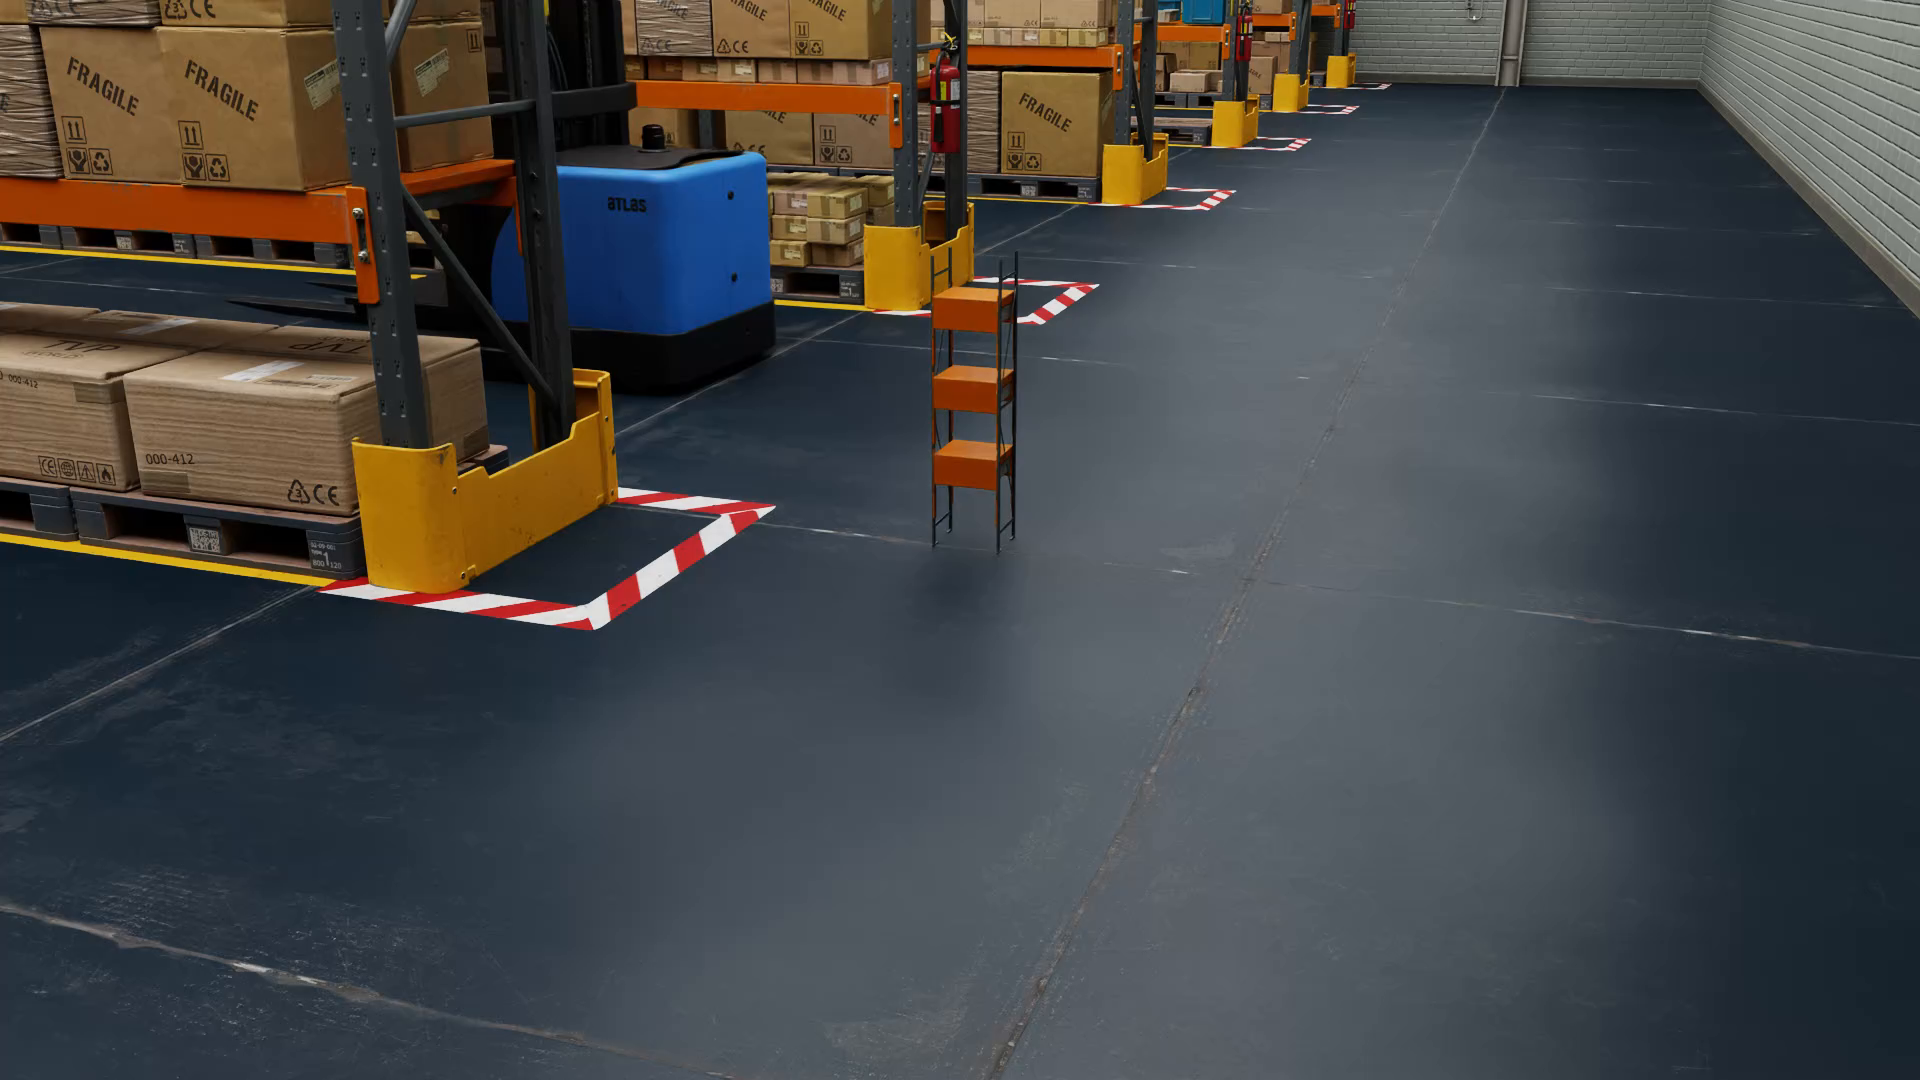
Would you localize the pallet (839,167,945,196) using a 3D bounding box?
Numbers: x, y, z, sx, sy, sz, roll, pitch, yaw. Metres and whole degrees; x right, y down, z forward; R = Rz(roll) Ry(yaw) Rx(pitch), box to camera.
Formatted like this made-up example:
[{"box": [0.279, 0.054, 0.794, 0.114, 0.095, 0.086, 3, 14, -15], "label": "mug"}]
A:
[{"box": [-0.380, -3.390, 15.481, 1.213, 0.211, 1.003, 7, 20, 18], "label": "pallet"}]

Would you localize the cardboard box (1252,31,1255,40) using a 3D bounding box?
[{"box": [4.960, -8.659, 28.534, 0.250, 0.149, 0.380, 7, 20, 19], "label": "cardboard box"}]

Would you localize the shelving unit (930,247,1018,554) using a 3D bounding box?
[{"box": [0.051, -0.490, 5.887, 0.252, 1.050, 0.215, 7, 20, 18], "label": "shelving unit"}]

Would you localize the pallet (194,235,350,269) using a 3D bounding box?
[{"box": [-4.688, -2.180, 12.009, 1.213, 0.211, 1.003, 7, 20, 18], "label": "pallet"}]

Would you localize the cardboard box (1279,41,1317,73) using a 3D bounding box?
[{"box": [5.732, -8.195, 28.189, 0.500, 0.500, 0.700, 7, 20, 18], "label": "cardboard box"}]

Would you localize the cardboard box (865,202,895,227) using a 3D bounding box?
[{"box": [-0.584, -2.110, 10.814, 0.250, 0.149, 0.380, 7, 21, 20], "label": "cardboard box"}]

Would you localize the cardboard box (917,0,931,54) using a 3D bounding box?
[{"box": [-0.507, -3.303, 10.391, 0.500, 0.500, 0.500, 8, 21, 21], "label": "cardboard box"}]

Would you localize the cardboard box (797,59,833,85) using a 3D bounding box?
[{"box": [-0.797, -2.848, 10.072, 0.250, 0.149, 0.380, 6, 20, 18], "label": "cardboard box"}]

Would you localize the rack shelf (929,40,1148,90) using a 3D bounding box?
[{"box": [-0.339, -4.389, 15.202, 4.000, 0.370, 1.077, 7, 20, 18], "label": "rack shelf"}]

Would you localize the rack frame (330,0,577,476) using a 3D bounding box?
[{"box": [-1.702, -1.431, 5.624, 0.127, 3.000, 1.000, 7, 20, 18], "label": "rack frame"}]

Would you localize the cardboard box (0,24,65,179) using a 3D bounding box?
[{"box": [-3.203, -1.559, 5.841, 0.500, 0.500, 0.500, 7, 20, 20], "label": "cardboard box"}]

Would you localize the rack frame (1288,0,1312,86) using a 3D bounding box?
[{"box": [4.804, -7.592, 23.299, 0.127, 3.000, 1.000, 7, 20, 18], "label": "rack frame"}]

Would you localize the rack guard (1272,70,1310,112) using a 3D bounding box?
[{"box": [4.732, -6.420, 23.734, 0.348, 0.500, 1.175, 7, 20, 18], "label": "rack guard"}]

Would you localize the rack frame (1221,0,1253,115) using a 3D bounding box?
[{"box": [3.175, -6.052, 18.882, 0.127, 3.000, 1.000, 7, 20, 18], "label": "rack frame"}]

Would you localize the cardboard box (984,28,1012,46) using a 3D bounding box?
[{"box": [0.386, -4.412, 14.558, 0.250, 0.149, 0.380, 7, 20, 19], "label": "cardboard box"}]

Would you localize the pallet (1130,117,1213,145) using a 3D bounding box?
[{"box": [2.409, -4.837, 19.631, 1.213, 0.211, 1.003, 7, 20, 18], "label": "pallet"}]

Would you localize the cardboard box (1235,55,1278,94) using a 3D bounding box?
[{"box": [4.210, -6.602, 23.587, 0.500, 0.500, 0.500, 7, 20, 18], "label": "cardboard box"}]

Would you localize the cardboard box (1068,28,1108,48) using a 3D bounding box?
[{"box": [1.105, -4.330, 14.322, 0.250, 0.149, 0.380, 7, 20, 19], "label": "cardboard box"}]

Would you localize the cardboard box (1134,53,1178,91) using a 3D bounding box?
[{"box": [2.802, -6.852, 24.299, 0.637, 0.503, 0.797, 7, 20, 18], "label": "cardboard box"}]

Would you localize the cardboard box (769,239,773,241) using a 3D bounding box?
[{"box": [-1.236, -1.877, 10.596, 0.250, 0.149, 0.380, 6, 20, 18], "label": "cardboard box"}]

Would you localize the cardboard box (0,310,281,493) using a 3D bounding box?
[{"box": [-3.226, -0.556, 6.368, 0.875, 0.438, 0.875, 7, 20, 20], "label": "cardboard box"}]

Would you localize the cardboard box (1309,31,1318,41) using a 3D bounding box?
[{"box": [5.916, -8.550, 28.222, 0.250, 0.149, 0.380, 7, 20, 18], "label": "cardboard box"}]

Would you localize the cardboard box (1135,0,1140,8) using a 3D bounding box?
[{"box": [2.374, -7.822, 23.808, 0.500, 0.500, 0.500, 6, 20, 18], "label": "cardboard box"}]

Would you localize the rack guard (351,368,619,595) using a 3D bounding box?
[{"box": [-1.680, -0.248, 6.028, 0.348, 0.500, 1.175, 7, 20, 18], "label": "rack guard"}]

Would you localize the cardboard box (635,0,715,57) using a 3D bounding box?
[{"box": [-1.649, -3.246, 10.228, 0.500, 0.500, 0.500, 7, 20, 18], "label": "cardboard box"}]

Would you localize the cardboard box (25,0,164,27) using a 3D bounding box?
[{"box": [-2.739, -1.976, 5.516, 0.500, 0.500, 0.500, 7, 20, 18], "label": "cardboard box"}]

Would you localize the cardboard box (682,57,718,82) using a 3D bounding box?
[{"box": [-1.526, -2.929, 10.302, 0.250, 0.149, 0.380, 6, 20, 16], "label": "cardboard box"}]

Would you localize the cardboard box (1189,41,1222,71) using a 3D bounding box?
[{"box": [4.278, -8.359, 28.658, 0.500, 0.500, 0.700, 7, 20, 19], "label": "cardboard box"}]

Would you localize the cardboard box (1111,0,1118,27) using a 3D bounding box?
[{"box": [1.185, -4.718, 14.829, 0.500, 0.250, 0.500, 6, 20, 17], "label": "cardboard box"}]

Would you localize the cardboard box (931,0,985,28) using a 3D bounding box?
[{"box": [0.045, -4.662, 14.668, 0.500, 0.250, 0.500, 6, 20, 16], "label": "cardboard box"}]

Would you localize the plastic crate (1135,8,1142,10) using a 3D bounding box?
[{"box": [2.133, -6.219, 19.669, 0.298, 0.136, 0.250, 7, 20, 18], "label": "plastic crate"}]

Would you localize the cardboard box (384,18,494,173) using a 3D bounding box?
[{"box": [-2.062, -1.619, 6.013, 0.500, 0.500, 0.500, 6, 20, 18], "label": "cardboard box"}]

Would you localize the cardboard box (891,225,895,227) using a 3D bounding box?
[{"box": [-0.563, -1.989, 10.919, 0.250, 0.149, 0.380, 7, 20, 19], "label": "cardboard box"}]

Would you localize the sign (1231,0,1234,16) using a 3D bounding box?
[{"box": [3.010, -5.957, 18.359, 0.005, 0.325, 0.100, 7, 20, 18], "label": "sign"}]

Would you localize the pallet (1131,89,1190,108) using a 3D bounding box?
[{"box": [2.830, -6.501, 24.407, 1.213, 0.211, 1.003, 7, 20, 18], "label": "pallet"}]

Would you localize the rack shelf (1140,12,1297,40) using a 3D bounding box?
[{"box": [2.915, -7.468, 24.037, 4.000, 0.370, 1.077, 7, 20, 18], "label": "rack shelf"}]

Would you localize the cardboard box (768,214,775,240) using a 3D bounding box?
[{"box": [-1.257, -1.997, 10.491, 0.250, 0.149, 0.380, 6, 20, 16], "label": "cardboard box"}]

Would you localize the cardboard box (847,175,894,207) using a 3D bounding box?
[{"box": [-0.557, -2.276, 10.839, 0.250, 0.149, 0.380, 6, 20, 16], "label": "cardboard box"}]

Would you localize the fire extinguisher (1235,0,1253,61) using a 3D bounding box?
[{"box": [3.169, -5.682, 18.504, 0.183, 0.674, 0.296, 7, 20, 18], "label": "fire extinguisher"}]

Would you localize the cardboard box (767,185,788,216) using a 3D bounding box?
[{"box": [-1.261, -2.126, 10.407, 0.250, 0.149, 0.380, 6, 20, 17], "label": "cardboard box"}]

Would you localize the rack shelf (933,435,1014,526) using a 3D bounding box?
[{"box": [0.051, -0.218, 5.982, 0.240, 0.259, 0.215, 7, 20, 18], "label": "rack shelf"}]

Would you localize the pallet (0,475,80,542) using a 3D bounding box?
[{"box": [-3.632, -0.309, 6.641, 1.213, 0.211, 1.003, 7, 20, 18], "label": "pallet"}]

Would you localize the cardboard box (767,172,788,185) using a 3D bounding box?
[{"box": [-1.314, -2.337, 11.012, 0.250, 0.149, 0.380, 6, 20, 15], "label": "cardboard box"}]

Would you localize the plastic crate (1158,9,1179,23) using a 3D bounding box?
[{"box": [2.345, -5.988, 19.007, 0.243, 0.136, 0.396, 7, 20, 18], "label": "plastic crate"}]

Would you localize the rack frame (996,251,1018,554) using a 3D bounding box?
[{"box": [0.166, -0.477, 5.849, 0.008, 1.050, 0.200, 7, 20, 18], "label": "rack frame"}]

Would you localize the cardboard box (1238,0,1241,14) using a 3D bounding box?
[{"box": [3.801, -7.658, 23.336, 0.500, 0.500, 0.500, 7, 20, 19], "label": "cardboard box"}]

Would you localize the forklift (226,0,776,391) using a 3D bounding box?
[{"box": [-2.543, -2.407, 8.528, 3.031, 2.935, 1.130, 8, 21, 22], "label": "forklift"}]

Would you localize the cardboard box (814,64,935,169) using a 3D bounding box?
[{"box": [-0.781, -3.946, 15.429, 0.875, 0.875, 0.875, 7, 20, 18], "label": "cardboard box"}]
